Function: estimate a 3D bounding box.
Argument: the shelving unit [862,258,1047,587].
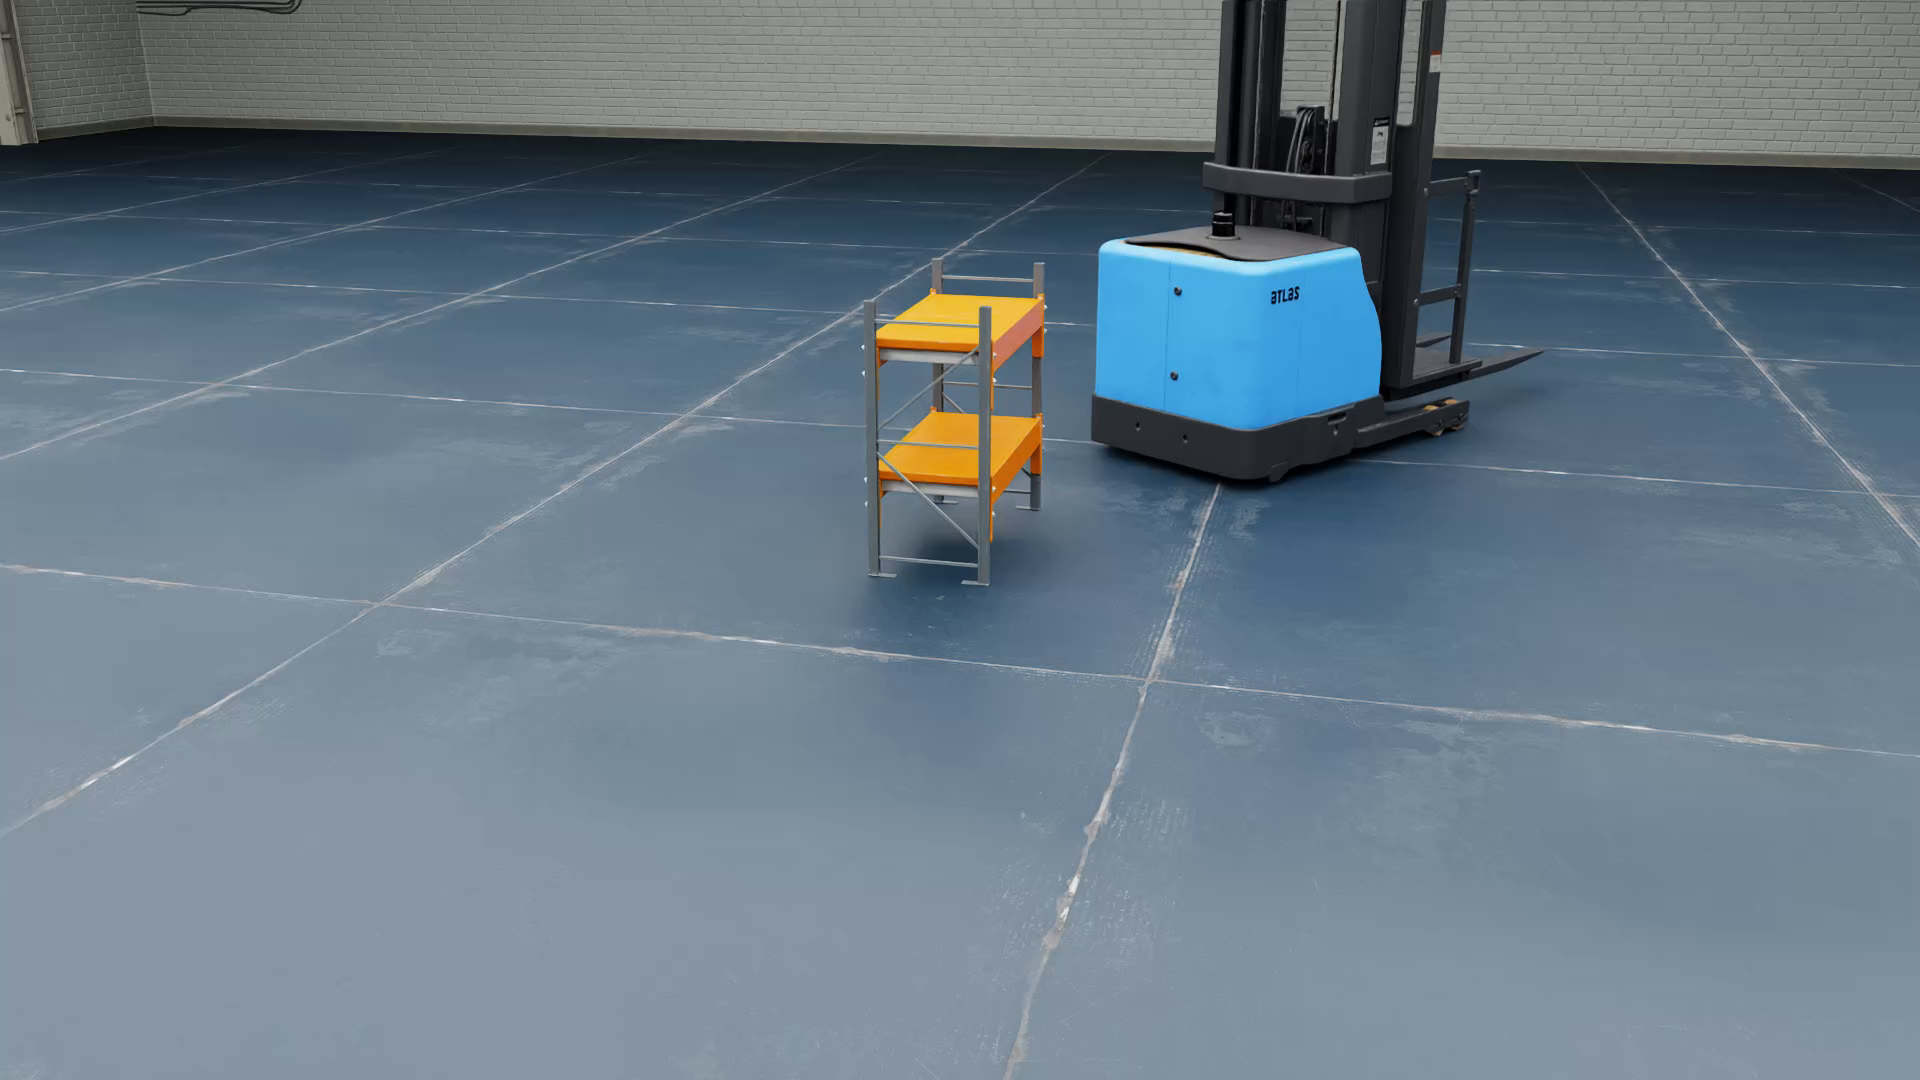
[{"bbox_3d":[-0.002,-0.530,7.000,0.538,1.125,1.048,5,19,13],"label":"shelving unit"}]

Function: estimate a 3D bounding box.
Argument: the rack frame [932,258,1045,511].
[{"bbox_3d":[0.123,-0.690,7.466,0.500,1.125,0.032,5,19,13],"label":"rack frame"}]

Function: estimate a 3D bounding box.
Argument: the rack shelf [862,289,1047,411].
[{"bbox_3d":[-0.002,-0.807,6.905,0.538,0.278,1.000,5,19,13],"label":"rack shelf"}]

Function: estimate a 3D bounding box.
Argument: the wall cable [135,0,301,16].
[{"bbox_3d":[-11.439,-9.270,25.210,3.097,2.526,0.112,5,19,13],"label":"wall cable"}]

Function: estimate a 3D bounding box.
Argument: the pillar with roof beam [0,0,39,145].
[{"bbox_3d":[-9.267,-9.581,21.315,9.100,9.000,0.400,5,19,13],"label":"pillar with roof beam"}]

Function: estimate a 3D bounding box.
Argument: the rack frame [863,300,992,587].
[{"bbox_3d":[-0.126,-0.371,6.533,0.500,1.125,0.032,5,19,13],"label":"rack frame"}]

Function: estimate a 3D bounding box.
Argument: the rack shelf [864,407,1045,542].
[{"bbox_3d":[-0.002,-0.299,7.079,0.538,0.278,1.000,5,19,13],"label":"rack shelf"}]

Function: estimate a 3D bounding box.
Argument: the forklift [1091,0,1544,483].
[{"bbox_3d":[2.094,-2.042,8.632,3.031,2.935,1.130,-17,25,-40],"label":"forklift"}]
